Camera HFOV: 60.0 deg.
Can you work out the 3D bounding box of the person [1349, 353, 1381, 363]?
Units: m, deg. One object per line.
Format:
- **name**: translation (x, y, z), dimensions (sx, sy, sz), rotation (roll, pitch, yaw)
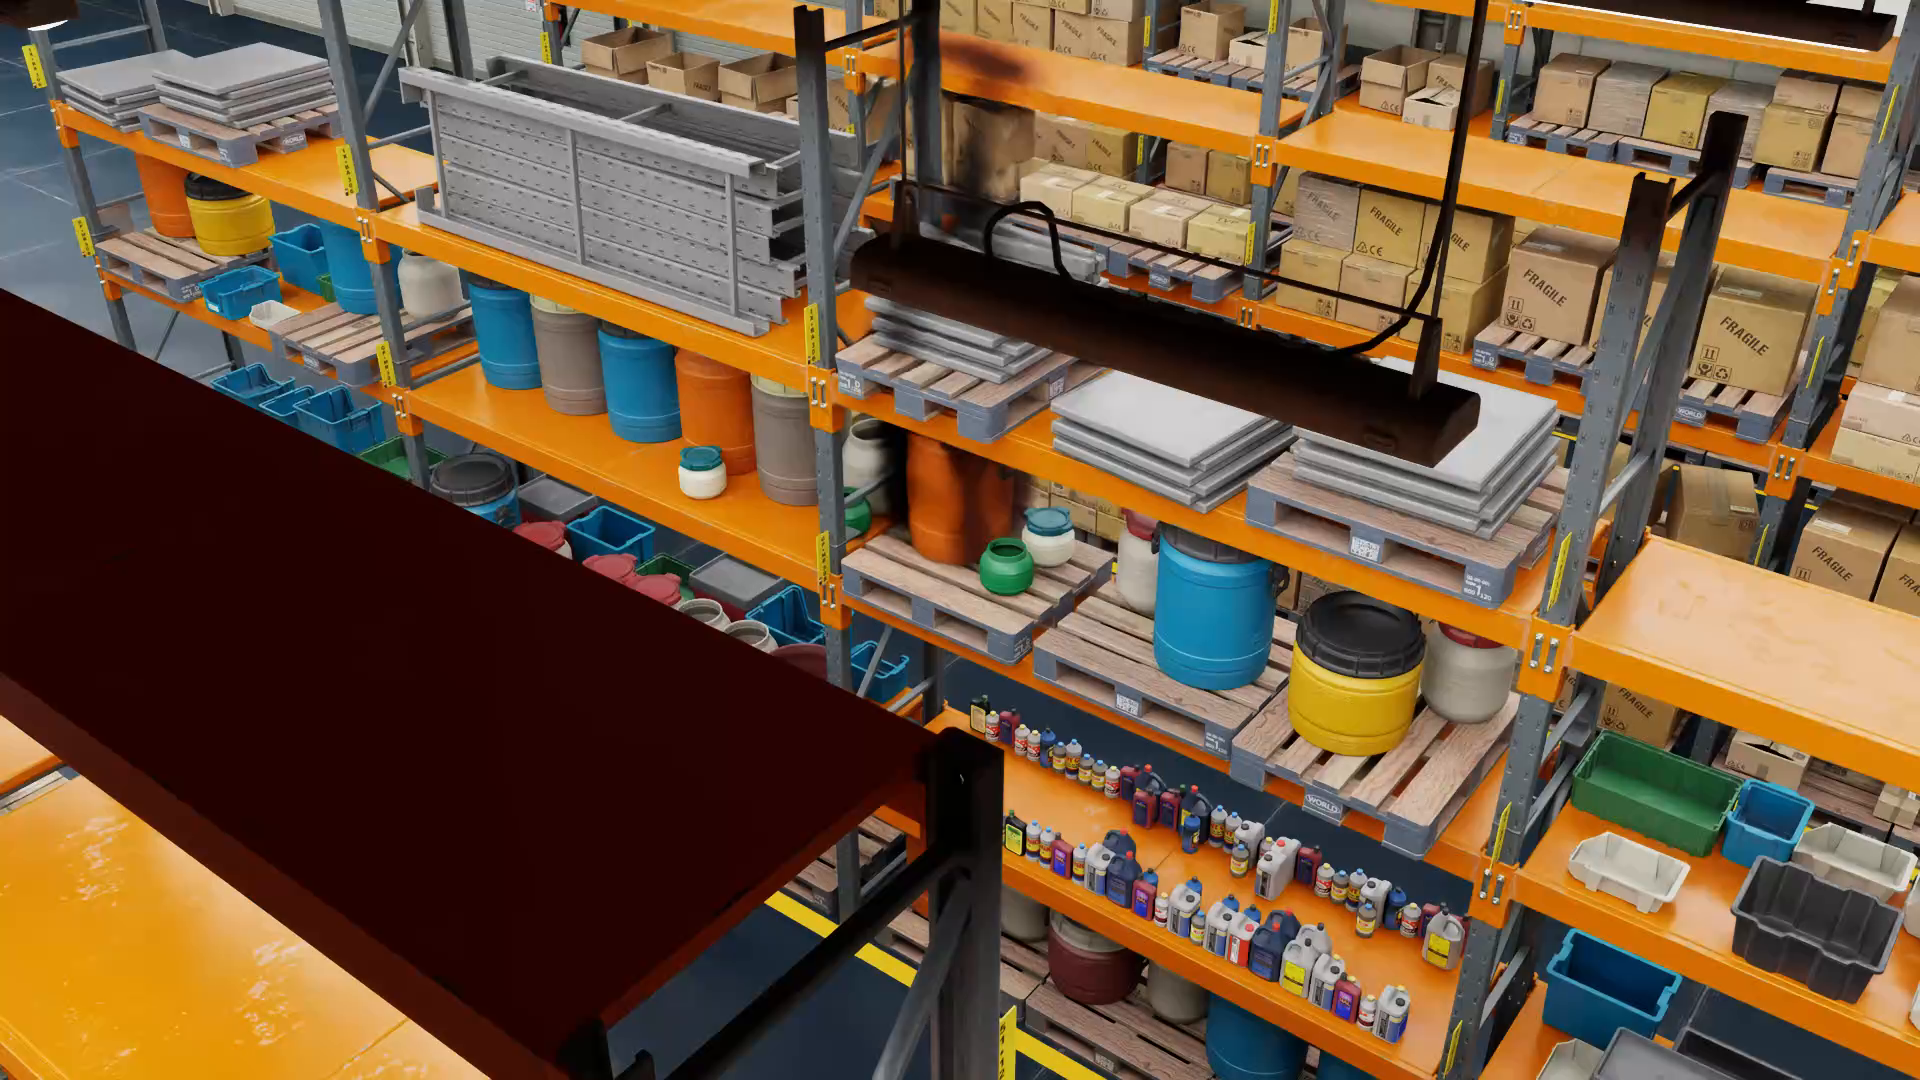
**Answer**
- **person**: translation (3.739, -1.070, 15.356), dimensions (0.900, 1.745, 0.685), rotation (18, 36, 27)
